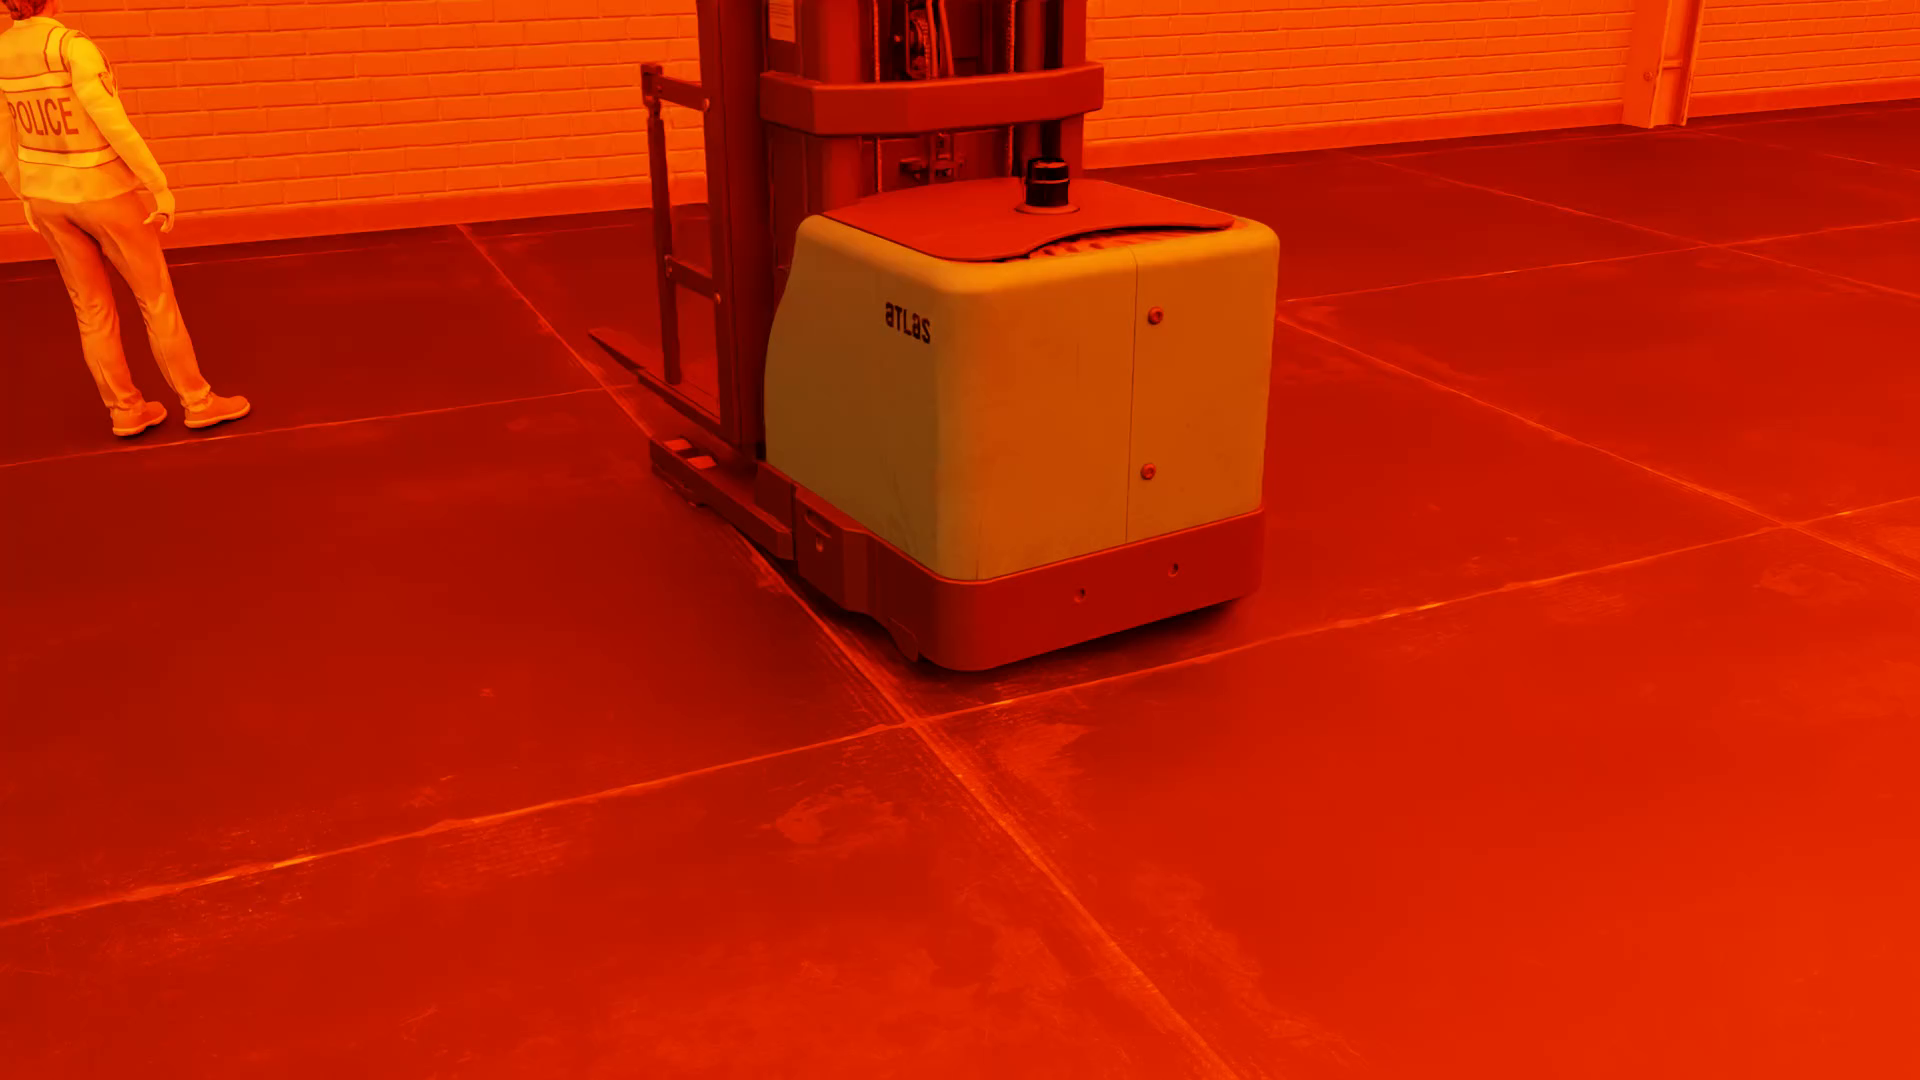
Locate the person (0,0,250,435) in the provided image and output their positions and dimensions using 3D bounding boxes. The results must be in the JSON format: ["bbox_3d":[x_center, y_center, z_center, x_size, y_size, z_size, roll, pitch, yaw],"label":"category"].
[{"bbox_3d":[-2.978,-1.194,5.753,0.584,1.694,0.532,3,23,8],"label":"person"}]

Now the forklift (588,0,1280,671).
[{"bbox_3d":[-0.370,-1.544,5.002,1.130,2.935,3.031,-13,26,-29],"label":"forklift"}]
